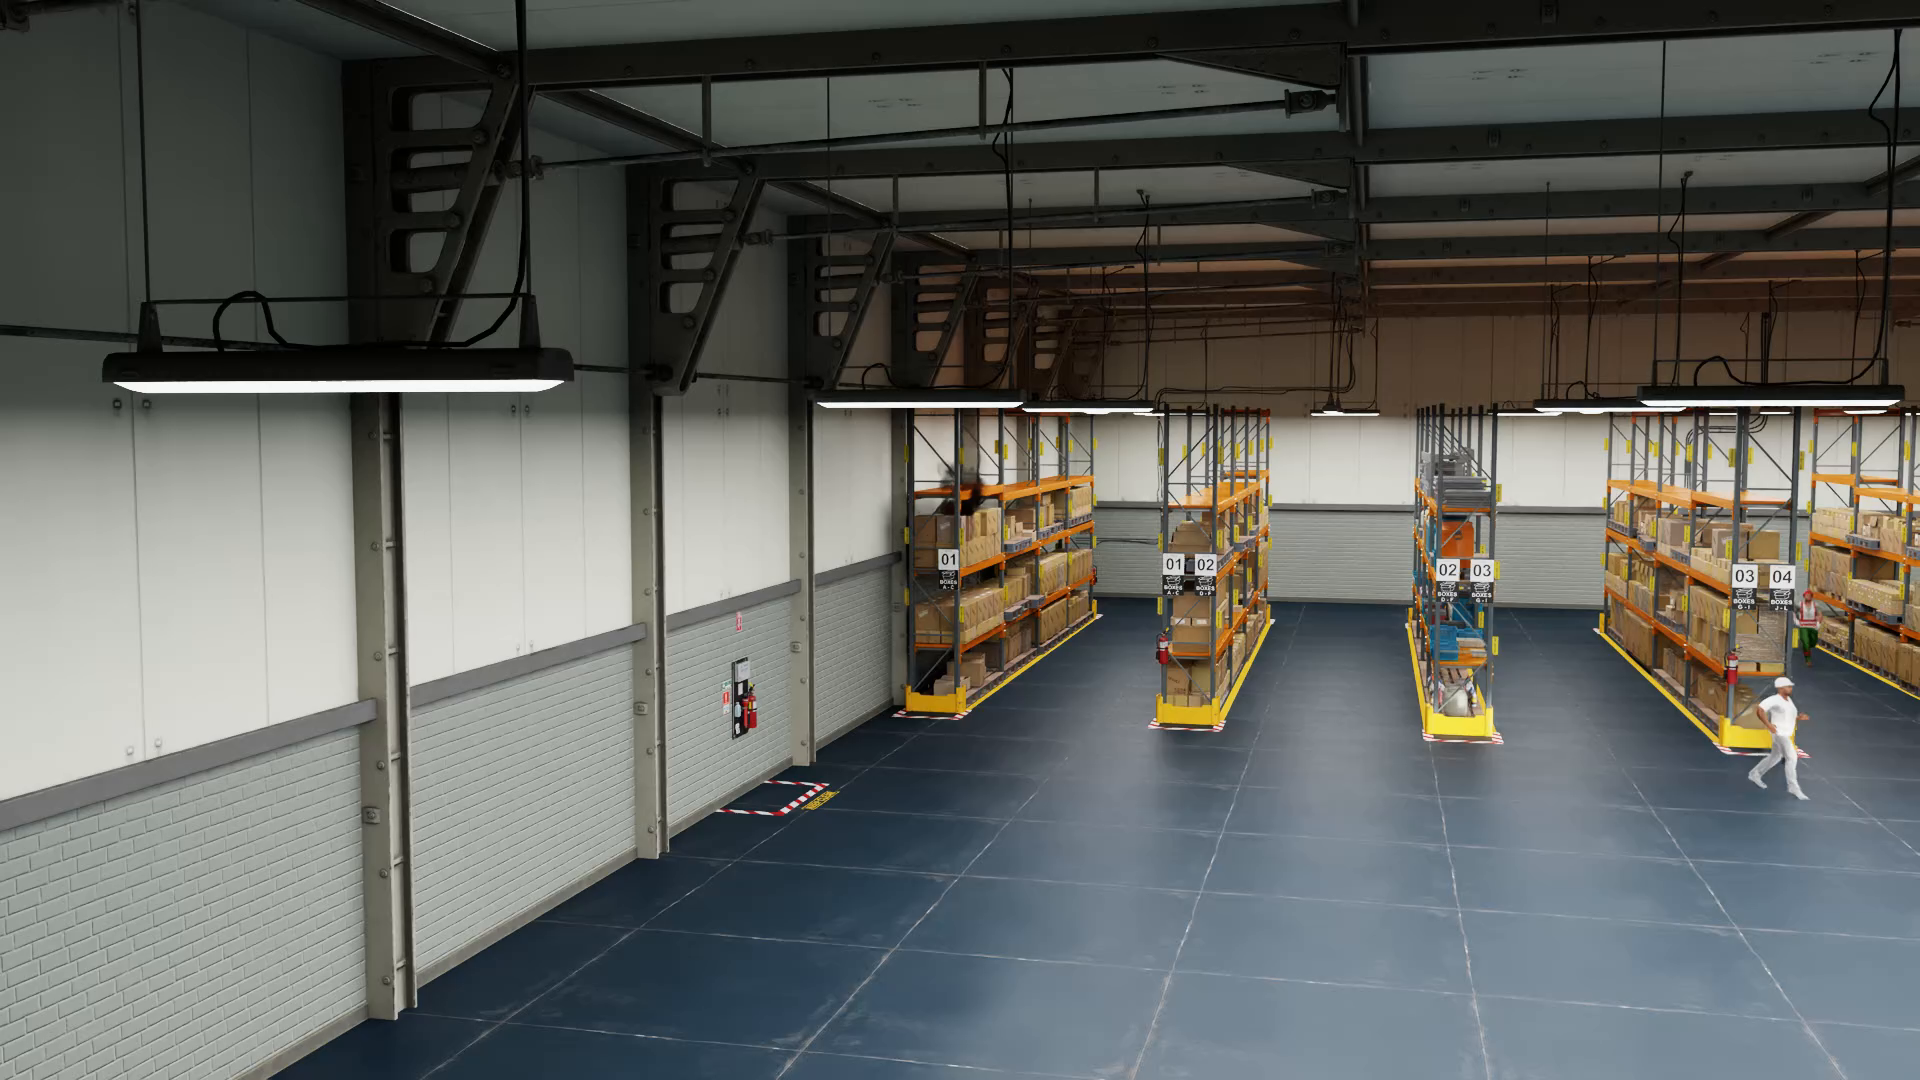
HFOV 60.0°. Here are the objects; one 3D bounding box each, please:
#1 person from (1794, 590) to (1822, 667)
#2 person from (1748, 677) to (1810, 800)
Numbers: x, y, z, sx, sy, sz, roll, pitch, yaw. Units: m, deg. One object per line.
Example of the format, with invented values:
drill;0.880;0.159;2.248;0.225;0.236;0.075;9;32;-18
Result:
person;19.768;2.047;38.800;0.659;1.749;0.808;1;4;11
person;12.488;2.988;25.314;0.887;1.815;0.684;3;5;39
